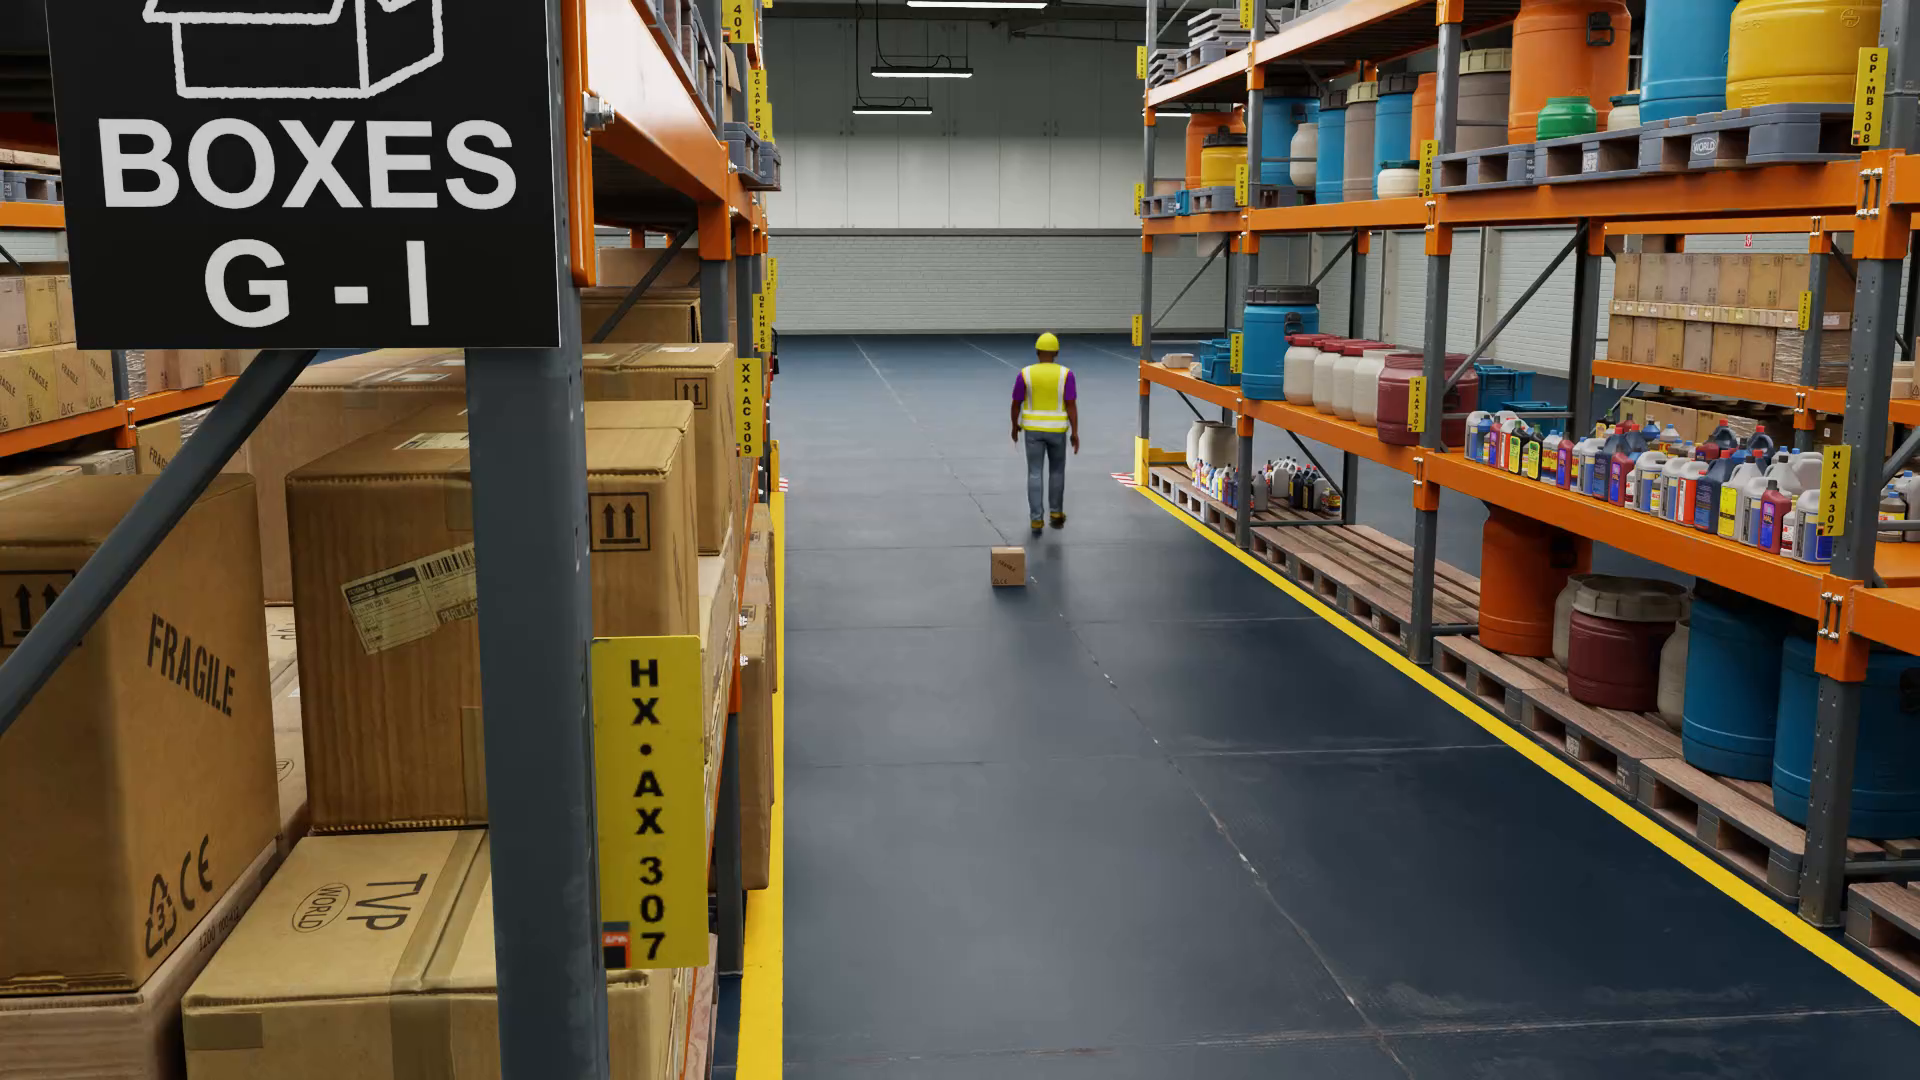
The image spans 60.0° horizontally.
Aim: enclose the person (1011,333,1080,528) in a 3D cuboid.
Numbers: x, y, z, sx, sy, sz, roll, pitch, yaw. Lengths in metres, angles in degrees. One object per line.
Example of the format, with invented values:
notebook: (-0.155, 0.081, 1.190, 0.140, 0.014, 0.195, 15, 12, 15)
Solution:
person: (0.764, -1.011, 15.035, 0.614, 1.728, 0.914, 0, 10, 1)
